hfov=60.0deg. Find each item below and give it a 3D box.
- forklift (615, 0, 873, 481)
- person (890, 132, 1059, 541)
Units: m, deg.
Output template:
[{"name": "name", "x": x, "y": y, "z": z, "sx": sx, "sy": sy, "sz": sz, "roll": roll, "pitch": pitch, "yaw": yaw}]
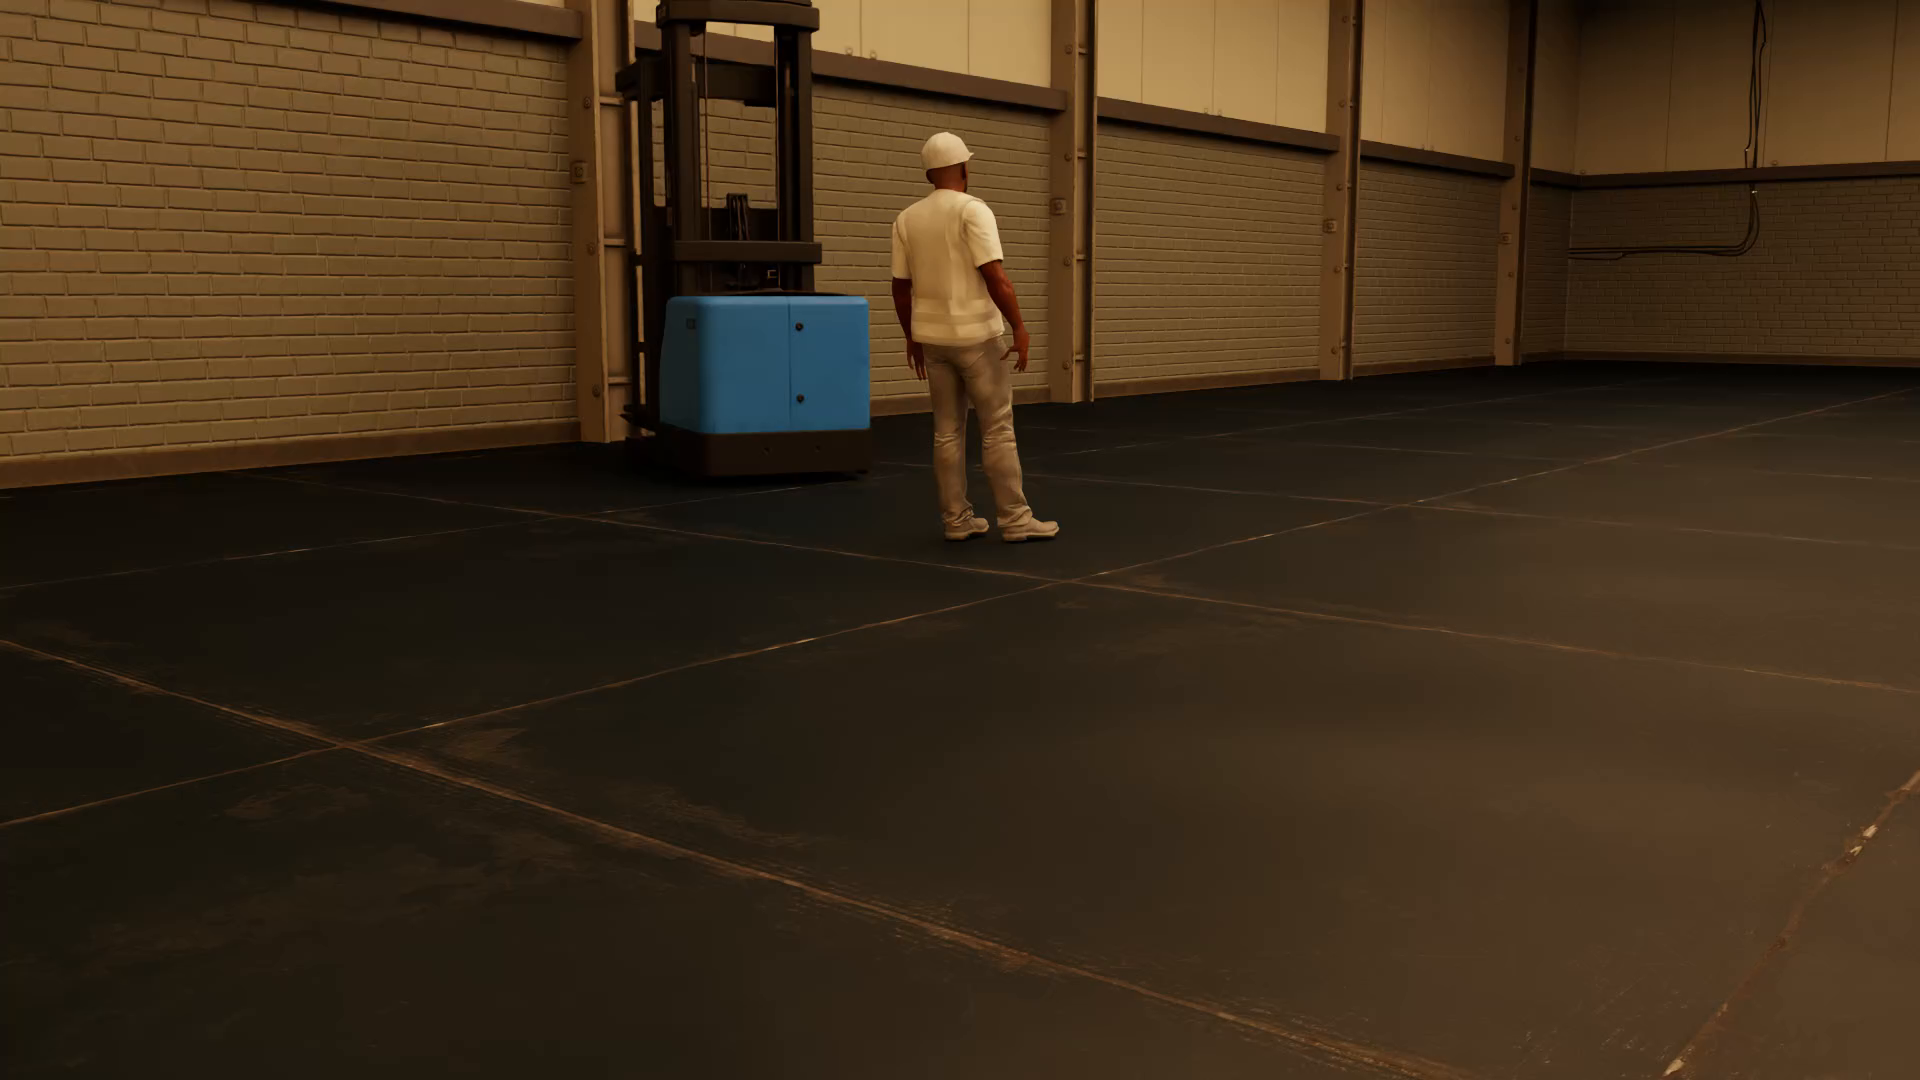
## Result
[{"name": "forklift", "x": -1.558, "y": -1.961, "z": 10.682, "sx": 1.130, "sy": 2.935, "sz": 3.031, "roll": -4, "pitch": 9, "yaw": -23}, {"name": "person", "x": 0.048, "y": -0.885, "z": 7.326, "sx": 0.666, "sy": 1.759, "sz": 0.577, "roll": 7, "pitch": 11, "yaw": 38}]
